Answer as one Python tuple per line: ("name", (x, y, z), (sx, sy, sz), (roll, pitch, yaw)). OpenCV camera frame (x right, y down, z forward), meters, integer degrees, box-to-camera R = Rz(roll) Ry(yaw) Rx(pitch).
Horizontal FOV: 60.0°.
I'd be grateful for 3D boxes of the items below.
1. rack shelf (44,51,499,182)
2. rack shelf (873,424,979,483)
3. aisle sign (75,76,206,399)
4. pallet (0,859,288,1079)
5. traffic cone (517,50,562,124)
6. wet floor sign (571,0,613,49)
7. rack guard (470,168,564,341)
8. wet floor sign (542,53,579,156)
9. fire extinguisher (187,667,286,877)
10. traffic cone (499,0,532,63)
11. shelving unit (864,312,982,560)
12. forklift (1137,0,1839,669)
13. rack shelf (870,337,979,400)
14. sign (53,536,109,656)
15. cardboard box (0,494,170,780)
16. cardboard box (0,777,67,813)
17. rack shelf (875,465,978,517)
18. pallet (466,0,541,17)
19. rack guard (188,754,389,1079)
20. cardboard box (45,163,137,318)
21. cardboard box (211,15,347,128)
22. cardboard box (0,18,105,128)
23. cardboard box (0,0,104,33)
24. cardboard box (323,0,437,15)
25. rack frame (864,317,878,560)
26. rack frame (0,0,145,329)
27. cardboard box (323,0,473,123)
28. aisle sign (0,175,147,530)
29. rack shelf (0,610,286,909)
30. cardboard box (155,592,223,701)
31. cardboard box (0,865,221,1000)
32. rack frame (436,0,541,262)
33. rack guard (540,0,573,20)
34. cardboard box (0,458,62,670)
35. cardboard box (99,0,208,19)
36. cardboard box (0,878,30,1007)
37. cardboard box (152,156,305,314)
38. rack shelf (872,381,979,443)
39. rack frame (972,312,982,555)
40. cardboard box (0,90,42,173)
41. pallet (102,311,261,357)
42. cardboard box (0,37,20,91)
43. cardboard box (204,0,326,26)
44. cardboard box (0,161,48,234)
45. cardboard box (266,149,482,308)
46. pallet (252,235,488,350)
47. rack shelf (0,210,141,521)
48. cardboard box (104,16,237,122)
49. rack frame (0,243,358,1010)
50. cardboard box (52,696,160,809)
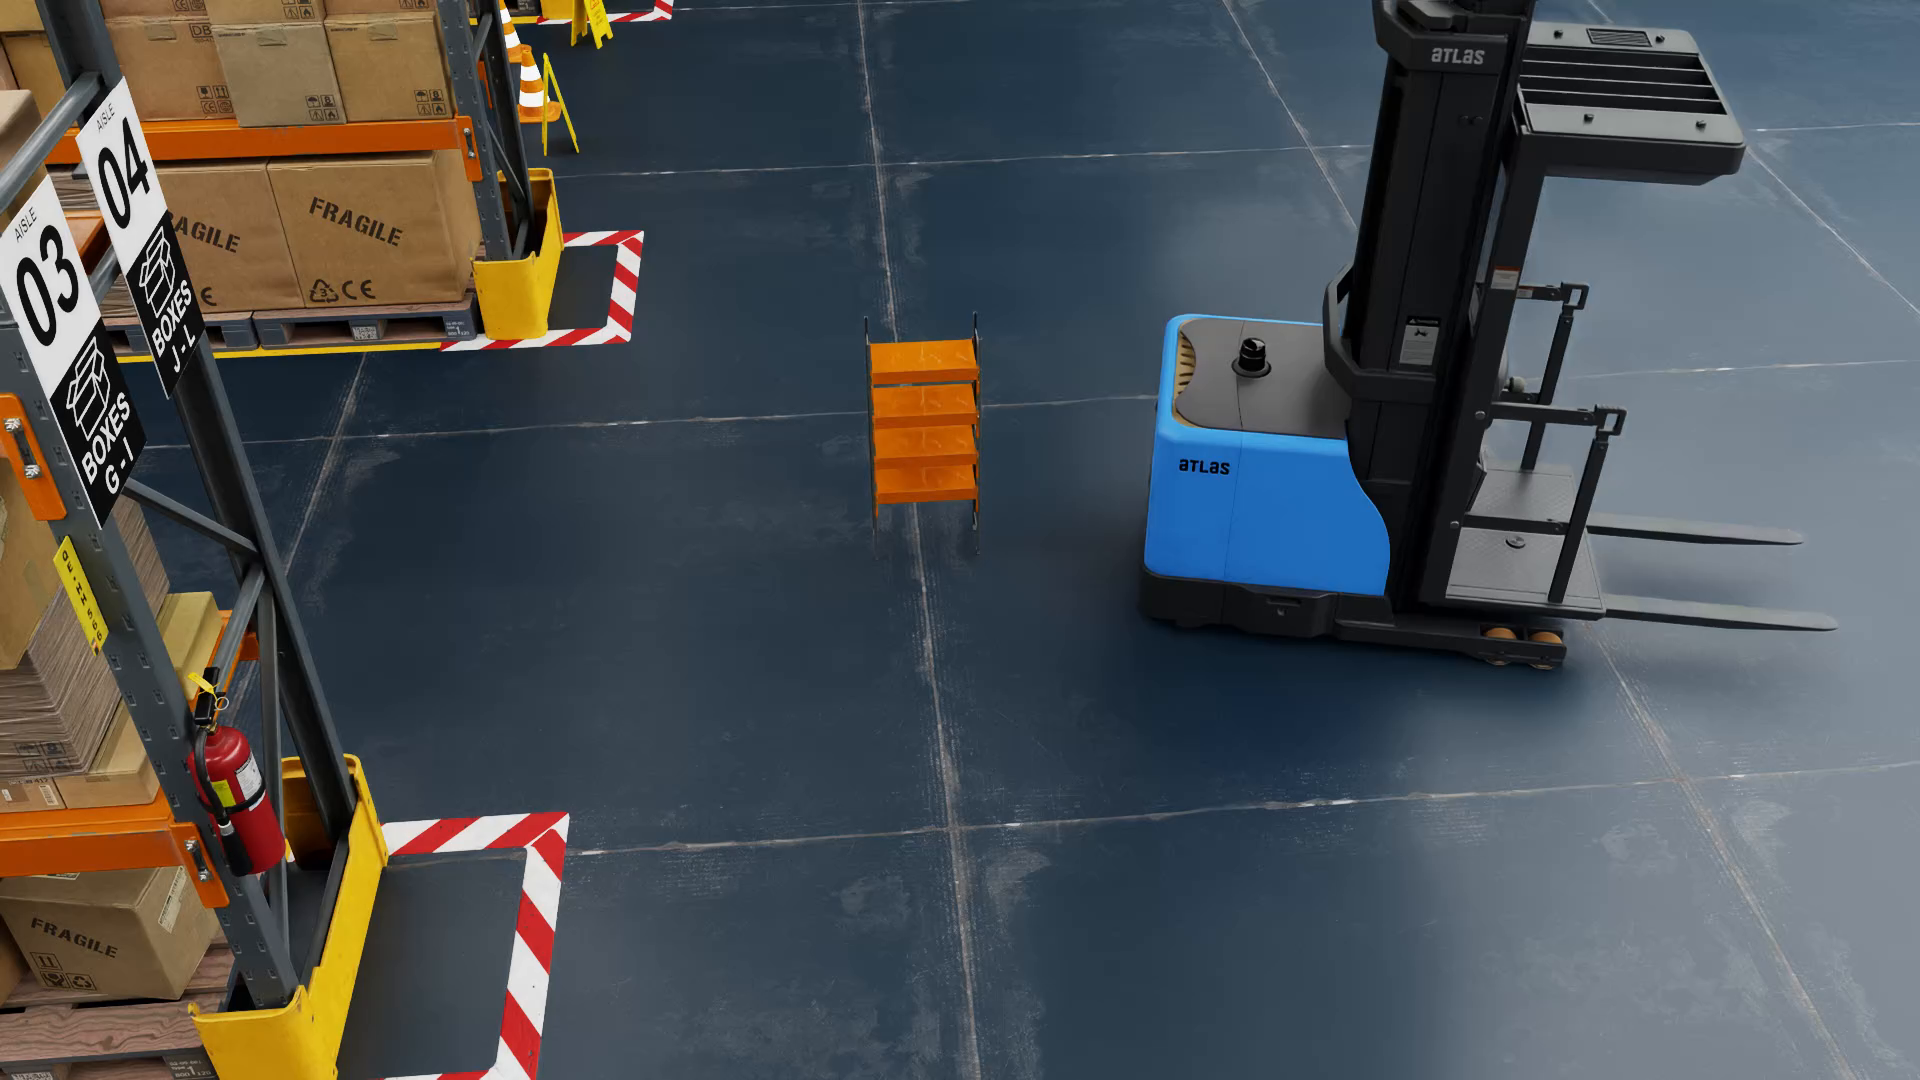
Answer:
("rack shelf", (-4.617, -2.292, 9.136), (4.000, 0.370, 1.077), (-3, 38, -4))
("rack shelf", (-0.165, -0.409, 7.730), (0.480, 0.148, 0.258), (-3, 38, -4))
("aisle sign", (-2.251, -0.827, 4.600), (0.004, 0.787, 0.394), (-3, 38, -4))
("pallet", (-3.175, 1.503, 5.996), (1.213, 0.211, 1.003), (-3, 38, -4))
("traffic cone", (-3.041, -3.251, 11.819), (0.334, 0.463, 0.336), (-3, 38, -4))
("wet floor sign", (-2.880, -4.159, 12.822), (0.232, 0.644, 0.267), (9, 39, 12))
("rack guard", (-2.601, -1.704, 9.828), (0.348, 0.500, 1.175), (-3, 38, -4))
("wet floor sign", (-2.772, -2.983, 11.332), (0.232, 0.644, 0.267), (-9, 39, -12))
("fire extinguisher", (-2.132, 0.690, 4.838), (0.183, 0.674, 0.296), (-3, 38, -4))
("traffic cone", (-3.478, -3.917, 12.663), (0.334, 0.463, 0.336), (-3, 38, -4))
("shelving unit", (-0.165, -0.462, 7.689), (0.503, 1.200, 0.258), (-3, 38, -4))
("forklift", (2.371, -0.934, 6.889), (3.031, 2.935, 1.130), (5, 39, 7))
("rack shelf", (-0.165, -0.770, 7.445), (0.480, 0.148, 0.258), (-3, 38, -4))
("sign", (-2.257, 0.147, 4.275), (0.005, 0.325, 0.100), (-3, 38, -4))
("cardboard box", (-2.837, 0.239, 5.027), (0.500, 0.500, 0.875), (-3, 38, -4))
("cardboard box", (-2.801, 0.637, 5.046), (0.250, 0.149, 0.380), (-3, 38, -4))
("rack shelf", (-0.165, -0.253, 7.853), (0.480, 0.148, 0.258), (-3, 38, -4))
("pallet", (-4.052, -4.611, 13.746), (1.213, 0.211, 1.003), (-3, 38, -4))
("rack guard", (-2.362, 1.367, 5.936), (0.348, 0.500, 1.175), (-3, 38, -4))
("cardboard box", (-5.079, -1.838, 9.357), (0.875, 0.875, 0.875), (-3, 38, -4))
("cardboard box", (-3.537, -2.651, 8.889), (0.550, 0.550, 0.875), (-3, 38, -4))
("cardboard box", (-4.630, -2.643, 8.879), (0.500, 0.550, 0.875), (-3, 38, -4))
("cardboard box", (-4.624, -3.027, 8.494), (0.500, 0.550, 0.875), (-3, 38, -4))
("cardboard box", (-2.998, -3.170, 8.676), (0.550, 0.550, 0.875), (-3, 38, -4))
("rack frame", (-0.408, -0.449, 7.672), (0.015, 1.200, 0.240), (-3, 38, -4))
("rack frame", (-2.287, -1.973, 3.308), (0.127, 3.000, 1.000), (-3, 38, -4))
("cardboard box", (-2.991, -2.695, 8.944), (0.550, 0.550, 0.875), (-3, 38, -4))
("aisle sign", (-2.198, -0.457, 4.131), (0.004, 0.787, 0.394), (-3, 38, -4))
("rack shelf", (-4.279, 0.774, 5.250), (4.000, 0.370, 1.077), (-3, 38, -4))
("cardboard box", (-2.592, 0.349, 5.411), (0.250, 0.149, 0.380), (-3, 38, -4))
("cardboard box", (-2.910, 1.222, 5.780), (0.500, 0.500, 0.500), (4, 38, 4))
("rack frame", (-2.625, -2.684, 9.052), (0.127, 3.000, 1.000), (-3, 38, -4))
("rack guard", (-3.240, -4.747, 13.685), (0.348, 0.500, 1.175), (-3, 38, -4))
("cardboard box", (-2.813, 0.016, 4.502), (0.500, 0.500, 0.500), (-3, 38, -4))
("cardboard box", (-4.108, -3.136, 8.633), (0.550, 0.550, 0.875), (-3, 38, -4))
("cardboard box", (-3.502, 1.276, 5.712), (0.500, 0.500, 0.500), (6, 39, 8))
("cardboard box", (-4.171, -1.887, 9.419), (0.875, 0.875, 0.875), (-4, 38, -5))
("rack shelf", (-0.165, -0.585, 7.592), (0.480, 0.148, 0.258), (-3, 38, -4))
("rack frame", (0.078, -0.475, 7.706), (0.015, 1.200, 0.240), (-3, 38, -4))
("cardboard box", (-2.581, -1.021, 4.322), (0.250, 0.149, 0.380), (-3, 38, -4))
("pallet", (-4.627, -1.432, 9.717), (1.213, 0.211, 1.003), (-3, 38, -4))
("cardboard box", (-5.149, -2.552, 8.764), (0.550, 0.550, 0.875), (-3, 38, -4))
("cardboard box", (-3.538, -3.083, 8.565), (0.550, 0.550, 0.875), (-3, 38, -4))
("cardboard box", (-2.789, -0.870, 4.453), (0.500, 0.250, 0.500), (-2, 38, -3))
("cardboard box", (-3.295, -1.937, 9.481), (0.875, 0.875, 0.875), (-3, 38, -4))
("pallet", (-3.415, -1.497, 9.799), (1.213, 0.211, 1.003), (-3, 38, -4))
("rack shelf", (-4.279, -0.404, 4.321), (4.000, 0.370, 1.077), (-3, 38, -4))
("cardboard box", (-4.106, -2.698, 8.948), (0.550, 0.550, 0.875), (-3, 38, -4))
("rack frame", (-2.287, 0.382, 5.167), (0.127, 3.000, 1.000), (-3, 38, -4))
("cardboard box", (-2.552, 0.623, 5.063), (0.250, 0.149, 0.380), (-3, 38, -4))
